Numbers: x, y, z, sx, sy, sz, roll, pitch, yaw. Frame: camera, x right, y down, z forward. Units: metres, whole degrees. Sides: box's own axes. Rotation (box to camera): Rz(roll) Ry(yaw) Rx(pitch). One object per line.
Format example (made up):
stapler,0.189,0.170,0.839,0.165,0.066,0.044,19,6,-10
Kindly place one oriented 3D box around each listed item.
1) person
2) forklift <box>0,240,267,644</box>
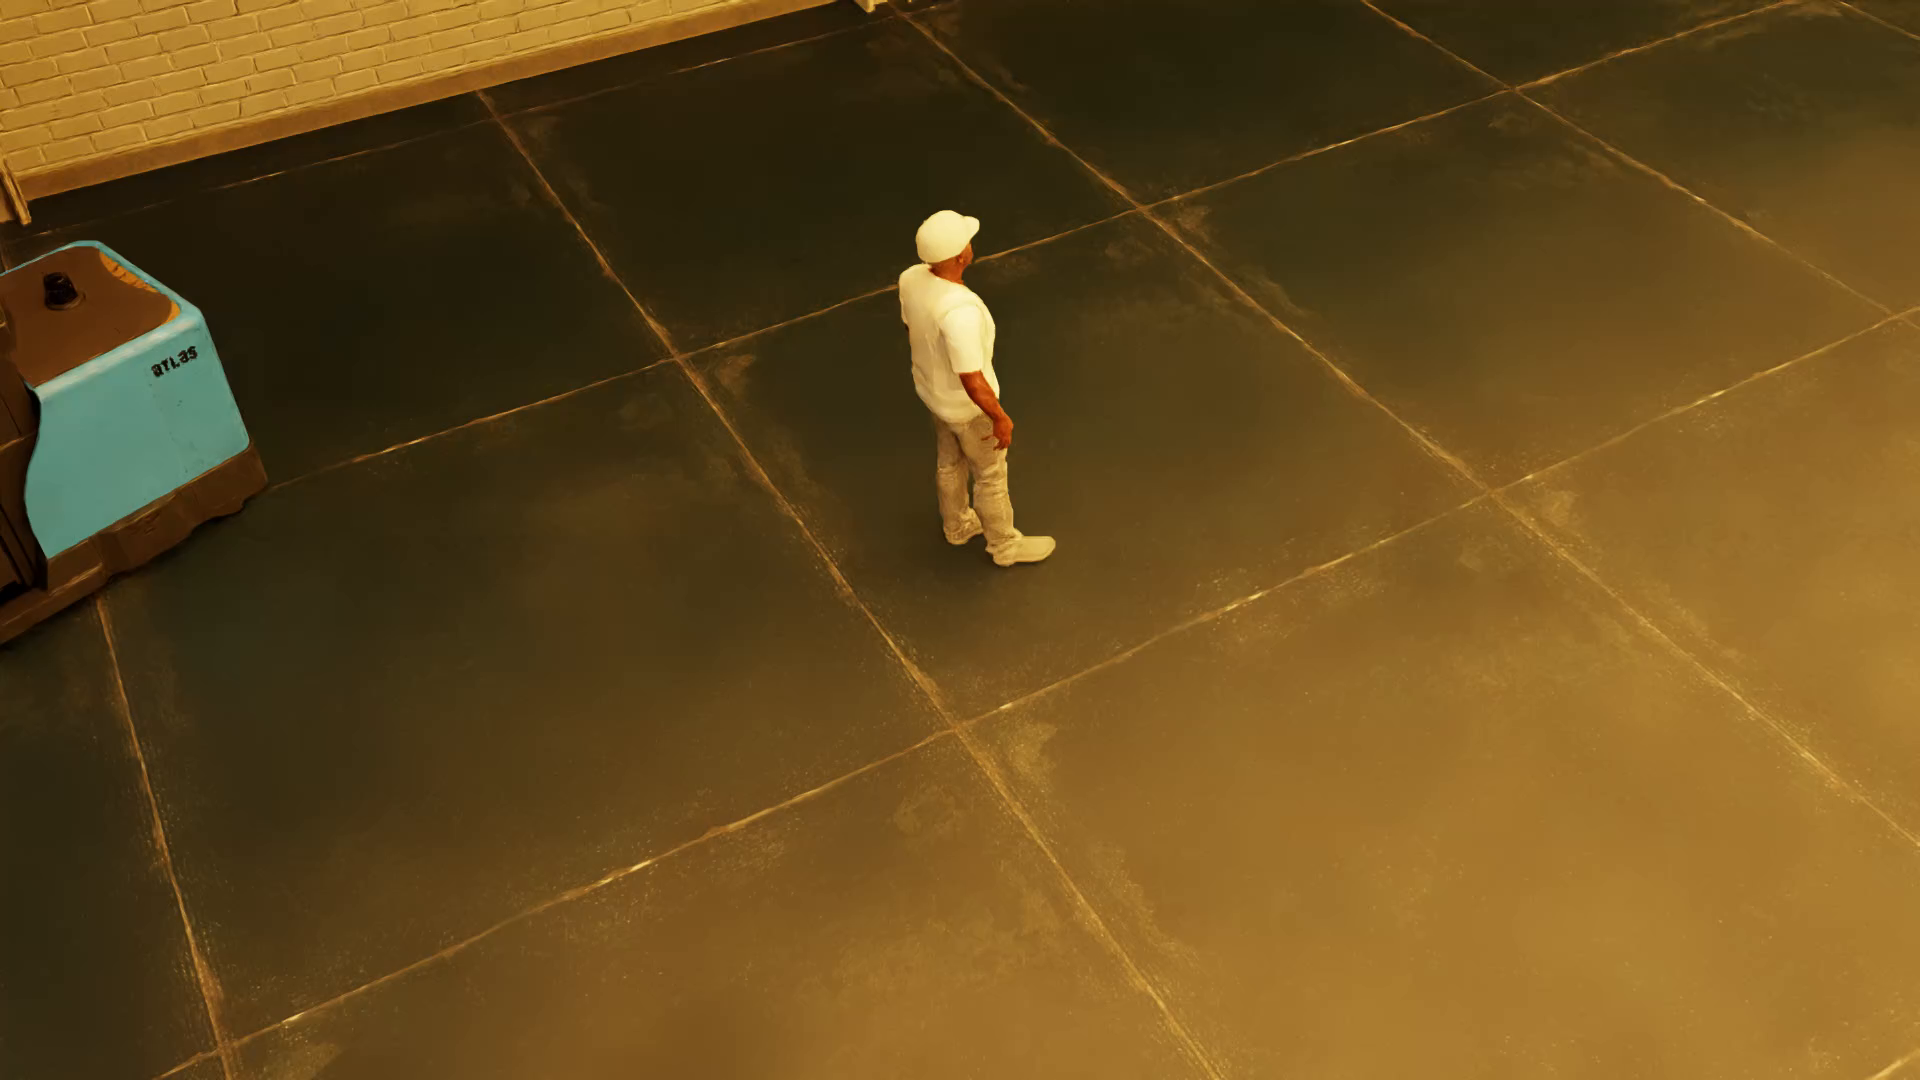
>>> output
person,0.063,-0.673,7.270,0.576,1.766,0.665,-21,47,-21
forklift,-4.690,-0.749,6.506,1.130,2.935,3.031,30,50,28
